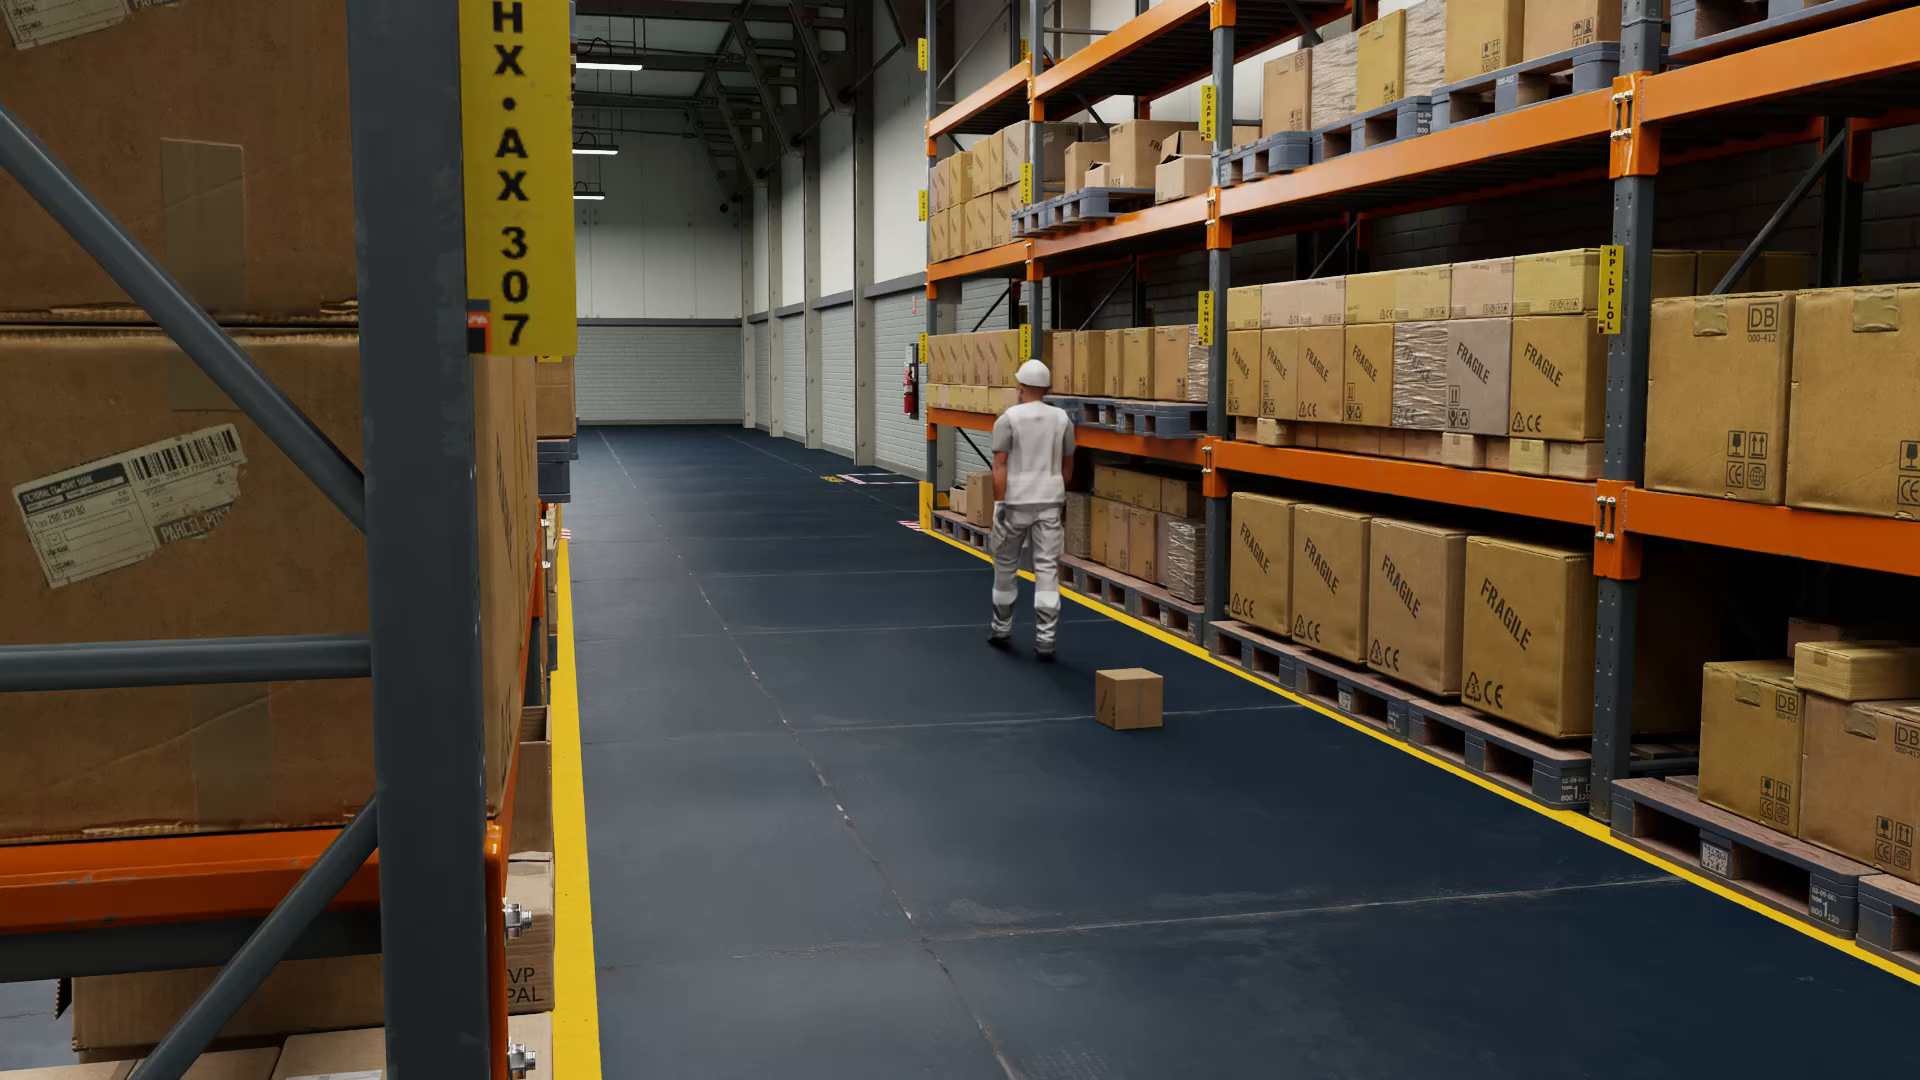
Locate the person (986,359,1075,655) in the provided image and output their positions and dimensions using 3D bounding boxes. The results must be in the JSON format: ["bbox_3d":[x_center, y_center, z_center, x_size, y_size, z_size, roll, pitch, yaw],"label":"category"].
[{"bbox_3d":[0.419,-0.208,10.178,0.542,1.787,0.865,-1,6,-11],"label":"person"}]
